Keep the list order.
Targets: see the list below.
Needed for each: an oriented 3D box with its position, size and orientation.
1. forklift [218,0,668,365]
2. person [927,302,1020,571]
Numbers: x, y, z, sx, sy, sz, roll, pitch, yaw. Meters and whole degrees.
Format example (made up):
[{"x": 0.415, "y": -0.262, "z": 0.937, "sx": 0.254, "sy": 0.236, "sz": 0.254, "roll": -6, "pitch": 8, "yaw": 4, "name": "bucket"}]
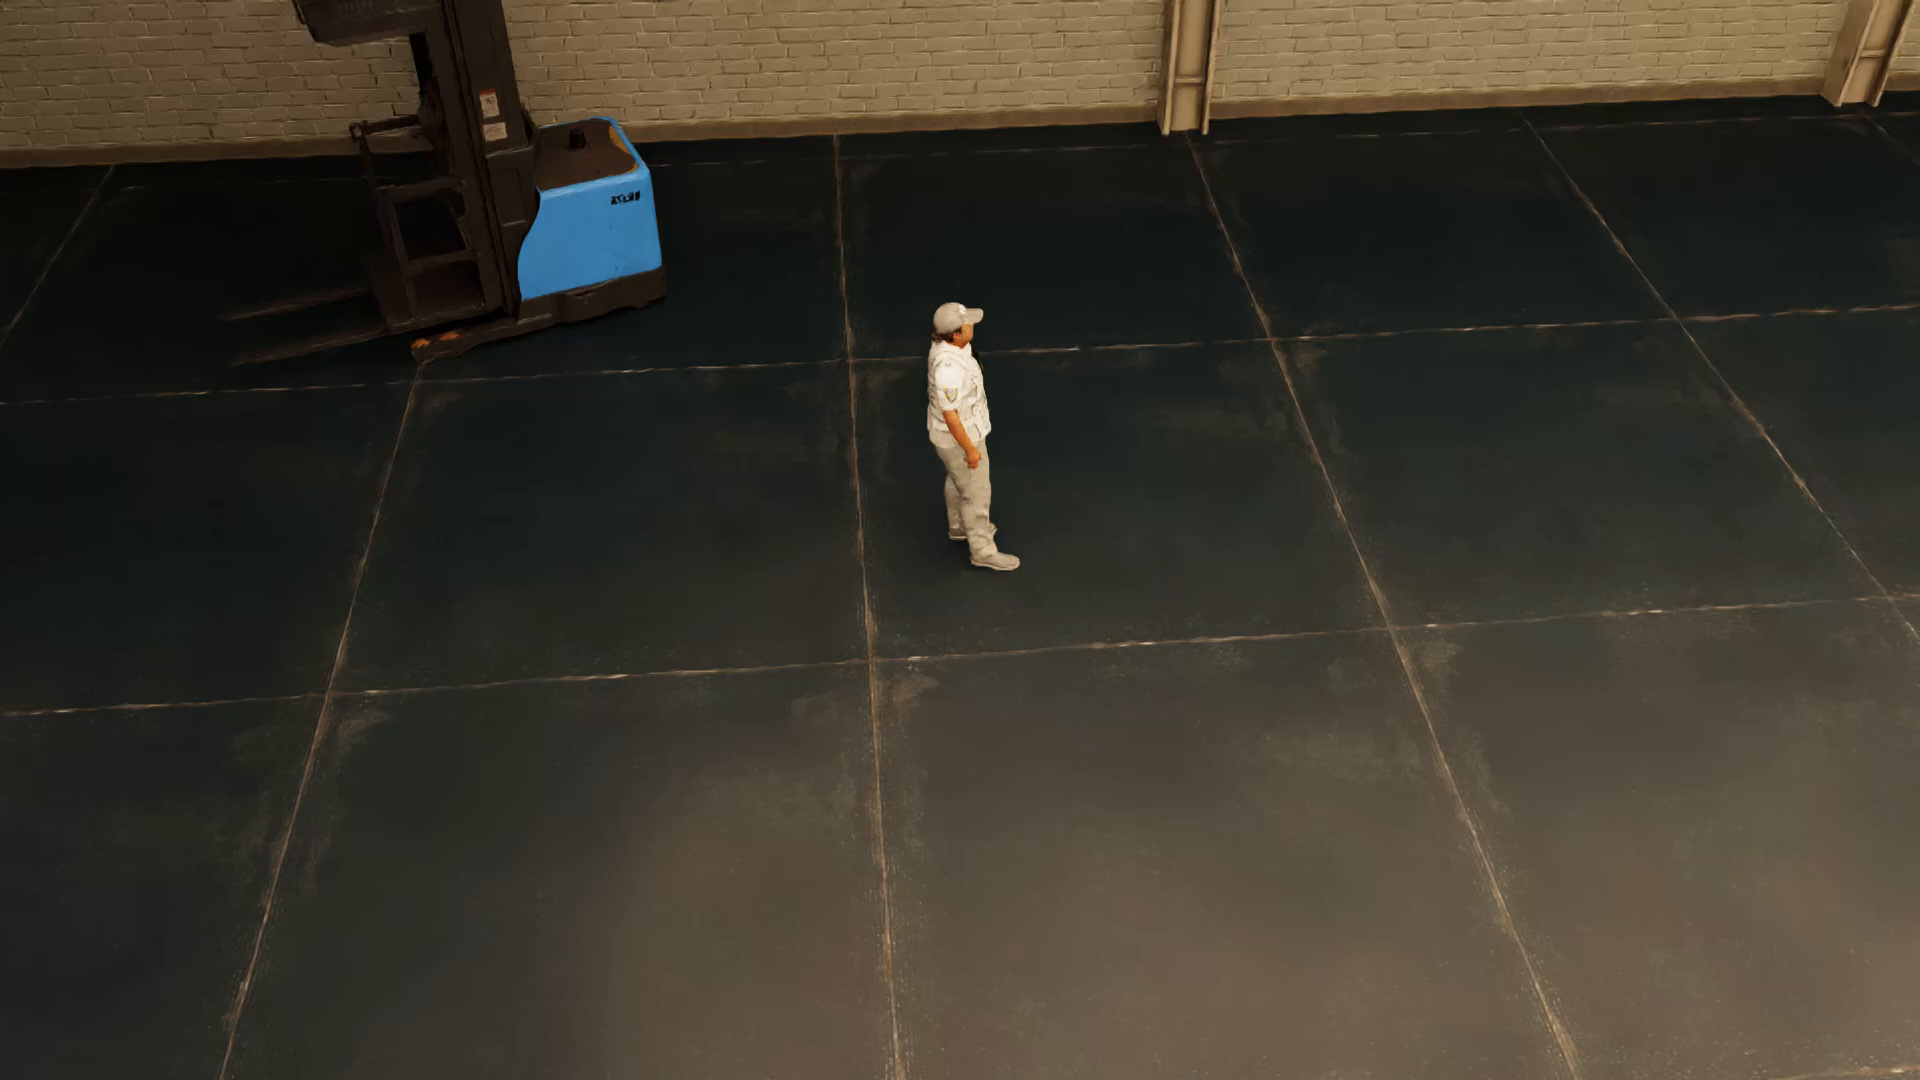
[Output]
[{"x": -3.704, "y": -2.741, "z": 11.143, "sx": 3.031, "sy": 2.935, "sz": 1.130, "roll": -17, "pitch": 43, "yaw": -19, "name": "forklift"}, {"x": 0.078, "y": -0.628, "z": 9.634, "sx": 0.529, "sy": 1.669, "sz": 0.598, "roll": -3, "pitch": 41, "yaw": -4, "name": "person"}]
